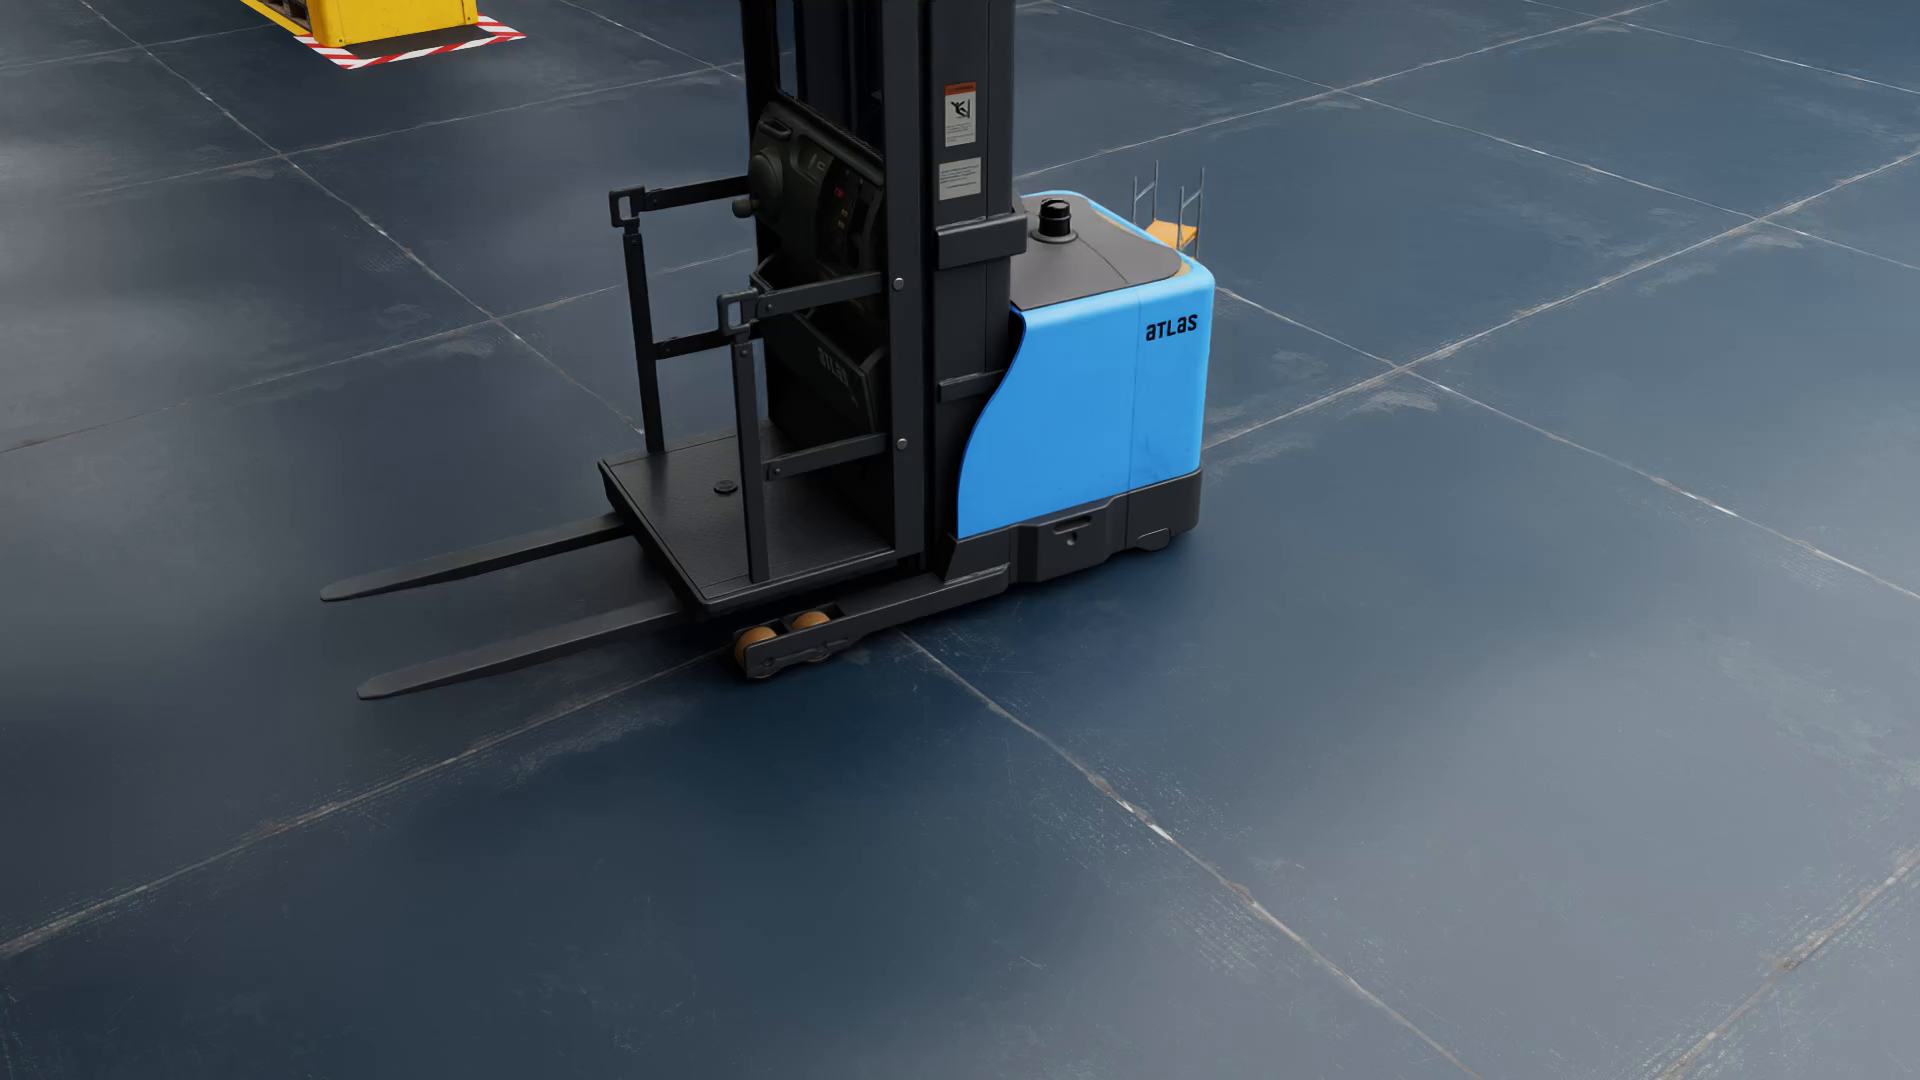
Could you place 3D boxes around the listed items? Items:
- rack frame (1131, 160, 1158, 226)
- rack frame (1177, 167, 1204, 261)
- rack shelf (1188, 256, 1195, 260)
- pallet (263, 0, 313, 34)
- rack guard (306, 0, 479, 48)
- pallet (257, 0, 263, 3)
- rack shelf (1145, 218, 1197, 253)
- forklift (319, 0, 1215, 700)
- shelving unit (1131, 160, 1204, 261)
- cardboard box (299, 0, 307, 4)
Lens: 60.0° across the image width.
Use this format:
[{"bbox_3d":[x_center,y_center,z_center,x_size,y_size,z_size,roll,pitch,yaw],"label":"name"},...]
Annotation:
[{"bbox_3d":[0.697,-0.872,6.515,0.006,1.200,0.240,15,35,23],"label":"rack frame"},{"bbox_3d":[0.860,-0.828,6.445,0.006,1.200,0.240,15,35,23],"label":"rack frame"},{"bbox_3d":[0.778,-1.016,6.377,0.180,0.103,0.258,15,35,23],"label":"rack shelf"},{"bbox_3d":[-4.690,-4.190,12.795,1.003,0.211,1.213,-22,38,-31],"label":"pallet"},{"bbox_3d":[-4.173,-3.997,12.212,1.175,0.500,0.348,-22,38,-31],"label":"rack guard"},{"bbox_3d":[-5.434,-4.698,13.613,1.003,0.211,1.213,-22,38,-31],"label":"pallet"},{"bbox_3d":[0.777,-1.118,6.313,0.180,0.103,0.258,15,35,23],"label":"rack shelf"},{"bbox_3d":[-0.649,-1.106,5.253,3.031,2.935,1.130,-16,35,-24],"label":"forklift"},{"bbox_3d":[0.778,-0.850,6.480,0.189,1.200,0.258,15,35,23],"label":"shelving unit"},{"bbox_3d":[-4.750,-4.207,12.389,0.500,0.250,0.500,-22,38,-31],"label":"cardboard box"}]
